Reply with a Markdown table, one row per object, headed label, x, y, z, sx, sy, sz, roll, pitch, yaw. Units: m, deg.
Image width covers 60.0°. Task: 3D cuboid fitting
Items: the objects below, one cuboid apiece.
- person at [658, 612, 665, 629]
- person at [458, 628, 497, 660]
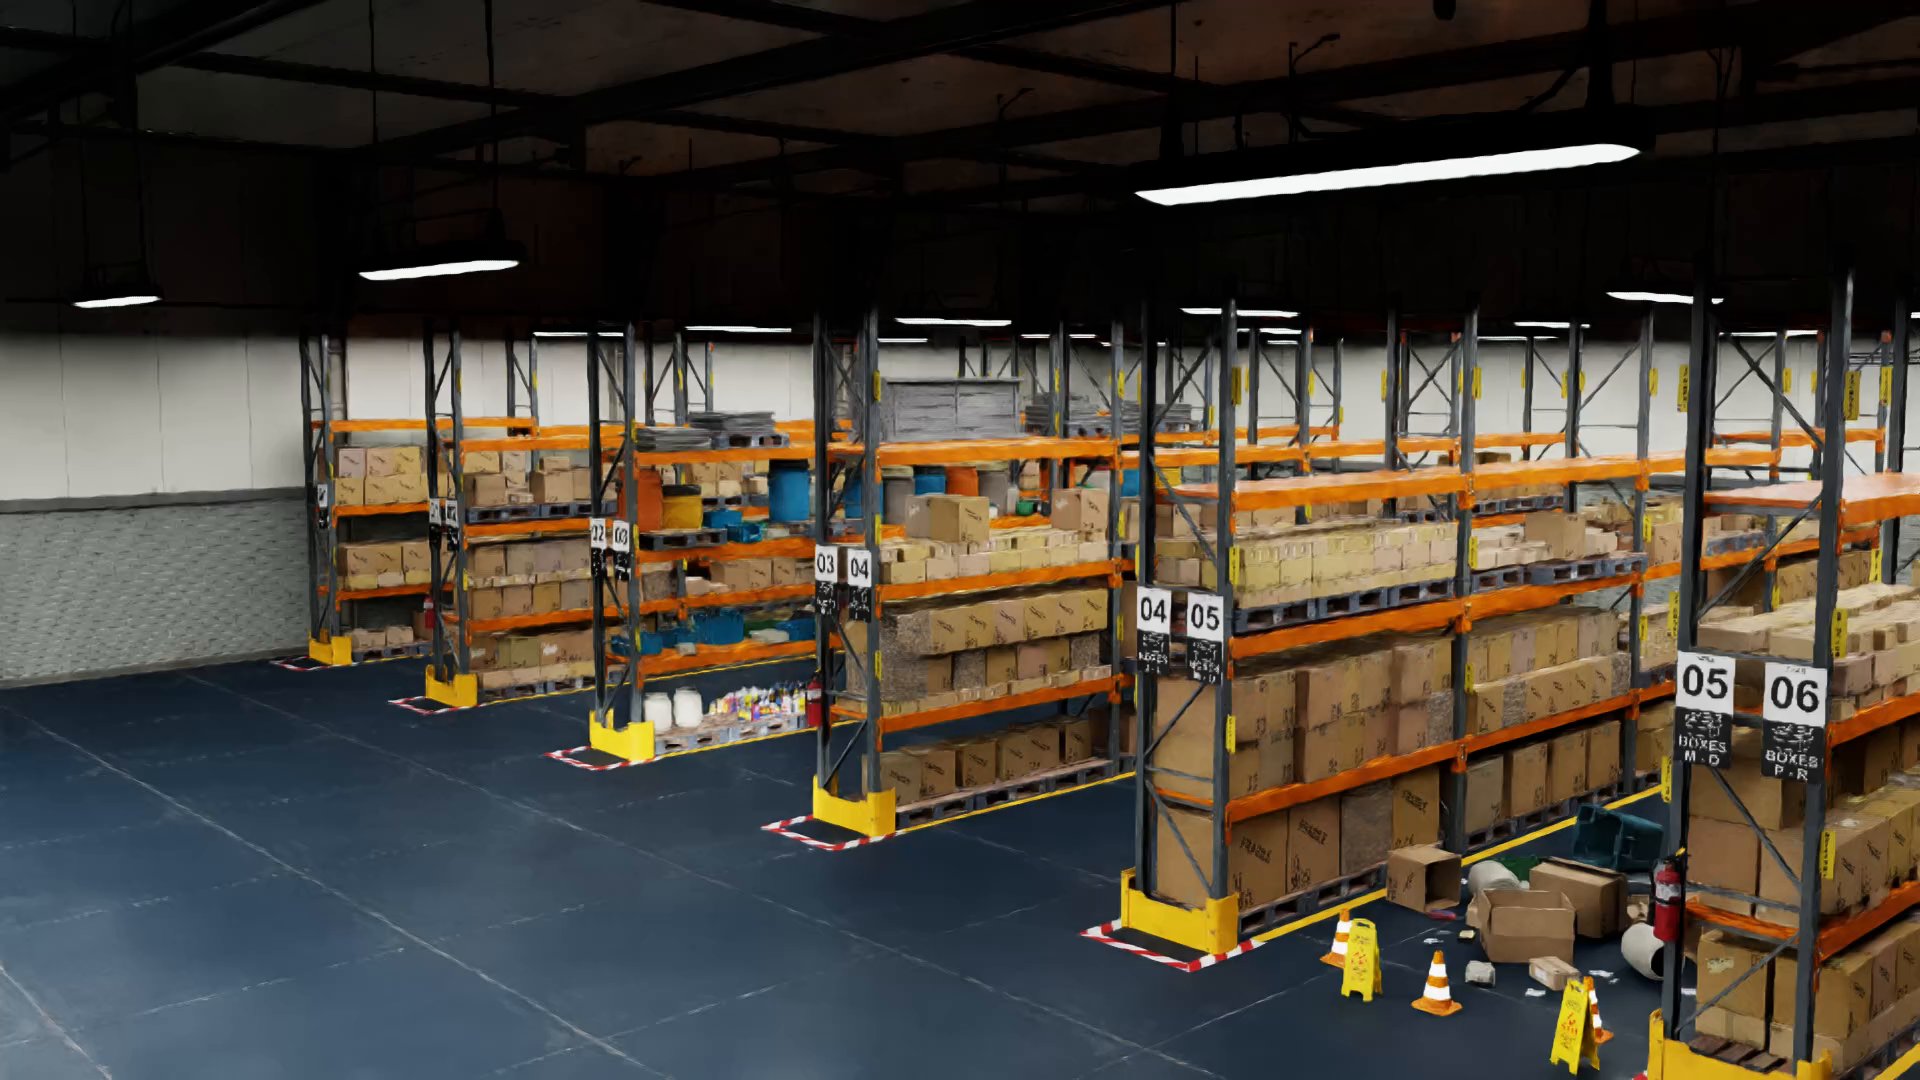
| label | x | y | z | sx | sy | sz | roll | pitch | yaw |
| --- | --- | --- | --- | --- | --- | --- | --- | --- | --- |
| person | -6.246 | 1.038 | 32.618 | 1.040 | 1.666 | 0.556 | -6 | 8 | -43 |
| person | -8.317 | 1.472 | 28.536 | 0.444 | 1.604 | 1.018 | 5 | 7 | 38 |
